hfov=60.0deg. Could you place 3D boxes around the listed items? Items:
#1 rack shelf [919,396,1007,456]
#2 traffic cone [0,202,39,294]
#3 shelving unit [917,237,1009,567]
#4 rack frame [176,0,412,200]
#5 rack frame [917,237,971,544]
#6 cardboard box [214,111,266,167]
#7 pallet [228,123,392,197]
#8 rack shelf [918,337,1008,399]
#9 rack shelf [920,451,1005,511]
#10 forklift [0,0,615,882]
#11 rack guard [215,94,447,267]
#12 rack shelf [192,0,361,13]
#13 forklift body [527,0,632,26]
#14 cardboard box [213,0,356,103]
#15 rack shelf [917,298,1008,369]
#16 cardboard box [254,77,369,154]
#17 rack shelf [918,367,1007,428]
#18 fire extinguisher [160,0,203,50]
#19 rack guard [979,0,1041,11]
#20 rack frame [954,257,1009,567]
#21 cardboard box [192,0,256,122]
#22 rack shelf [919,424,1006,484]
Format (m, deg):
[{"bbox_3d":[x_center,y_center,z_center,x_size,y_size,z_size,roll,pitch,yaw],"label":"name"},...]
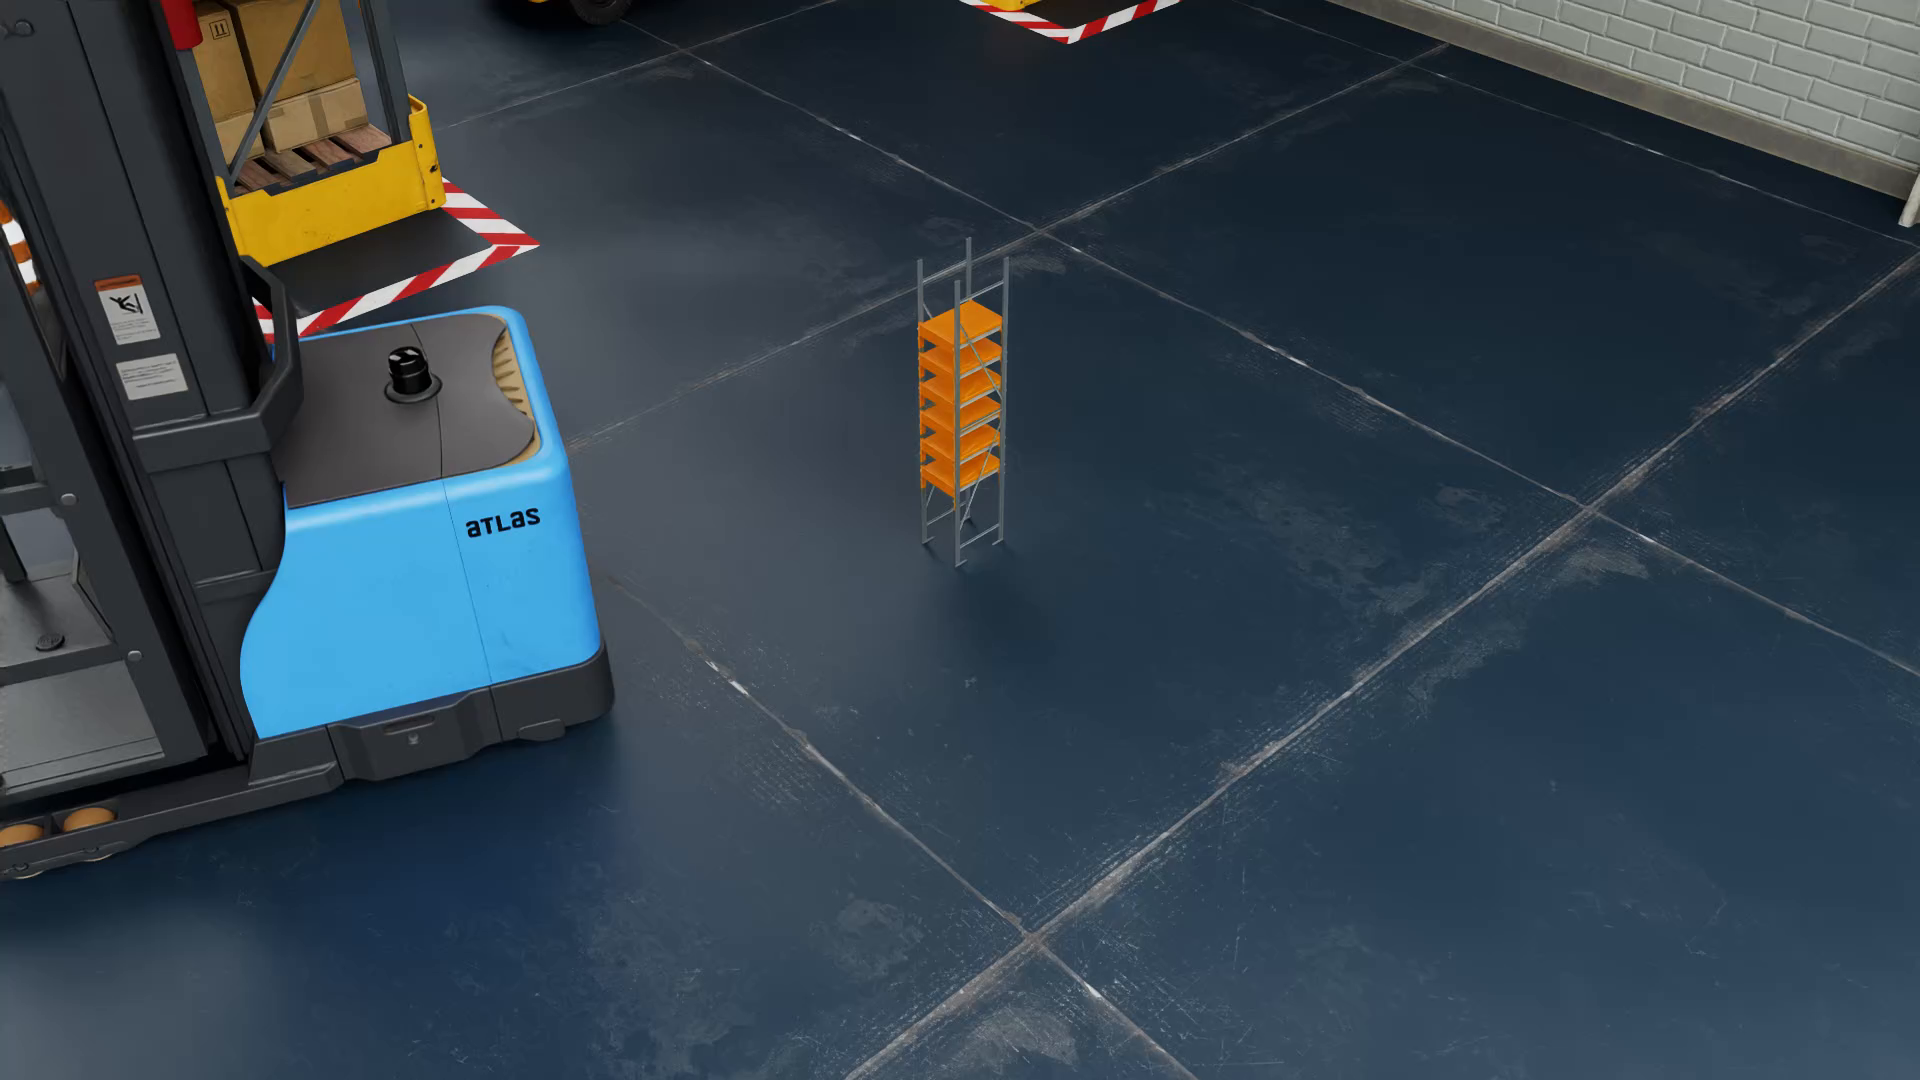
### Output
[{"bbox_3d":[0.010,-0.426,5.893,0.258,0.103,0.180,-30,48,-32],"label":"rack shelf"},{"bbox_3d":[-4.289,-1.321,7.517,0.336,0.463,0.334,-30,48,-32],"label":"traffic cone"},{"bbox_3d":[0.010,-0.460,5.865,0.258,1.200,0.189,-30,48,-32],"label":"shelving unit"},{"bbox_3d":[-3.048,-2.657,7.153,1.000,3.000,0.127,-30,48,-32],"label":"rack frame"},{"bbox_3d":[-0.052,-0.502,5.917,0.240,1.200,0.006,-30,48,-32],"label":"rack frame"},{"bbox_3d":[-3.809,-2.022,8.220,0.500,0.250,0.500,-30,48,-32],"label":"cardboard box"},{"bbox_3d":[-3.623,-1.999,8.557,1.003,0.211,1.213,-30,48,-32],"label":"pallet"},{"bbox_3d":[0.010,-0.612,5.742,0.258,0.103,0.180,-30,48,-32],"label":"rack shelf"},{"bbox_3d":[0.010,-0.239,6.043,0.258,0.103,0.180,-30,48,-32],"label":"rack shelf"},{"bbox_3d":[-2.712,-0.501,4.537,3.031,2.935,1.130,-13,41,-16],"label":"forklift"},{"bbox_3d":[-3.099,-1.720,7.982,1.175,0.500,0.348,-30,48,-32],"label":"rack guard"},{"bbox_3d":[-4.401,-3.303,8.525,1.077,0.370,4.000,-30,48,-32],"label":"rack shelf"},{"bbox_3d":[-2.021,-4.540,10.160,2.313,2.155,1.214,-30,48,-32],"label":"forklift body"},{"bbox_3d":[-3.406,-2.544,8.270,0.500,0.500,0.500,-32,49,-33],"label":"cardboard box"},{"bbox_3d":[0.010,-0.706,5.666,0.258,0.103,0.180,-30,48,-32],"label":"rack shelf"},{"bbox_3d":[-3.390,-2.242,8.492,0.500,0.250,0.500,-30,48,-32],"label":"cardboard box"},{"bbox_3d":[0.010,-0.519,5.817,0.258,0.103,0.180,-30,48,-32],"label":"rack shelf"},{"bbox_3d":[-3.310,-2.378,6.869,0.296,0.674,0.183,-30,48,-32],"label":"fire extinguisher"},{"bbox_3d":[0.622,-3.785,10.538,1.175,0.500,0.348,-30,48,-32],"label":"rack guard"},{"bbox_3d":[0.072,-0.418,5.812,0.240,1.200,0.006,-30,48,-32],"label":"rack frame"},{"bbox_3d":[-3.782,-2.303,7.971,0.500,0.500,0.500,-30,47,-31],"label":"cardboard box"},{"bbox_3d":[0.010,-0.332,5.968,0.258,0.103,0.180,-30,48,-32],"label":"rack shelf"}]
